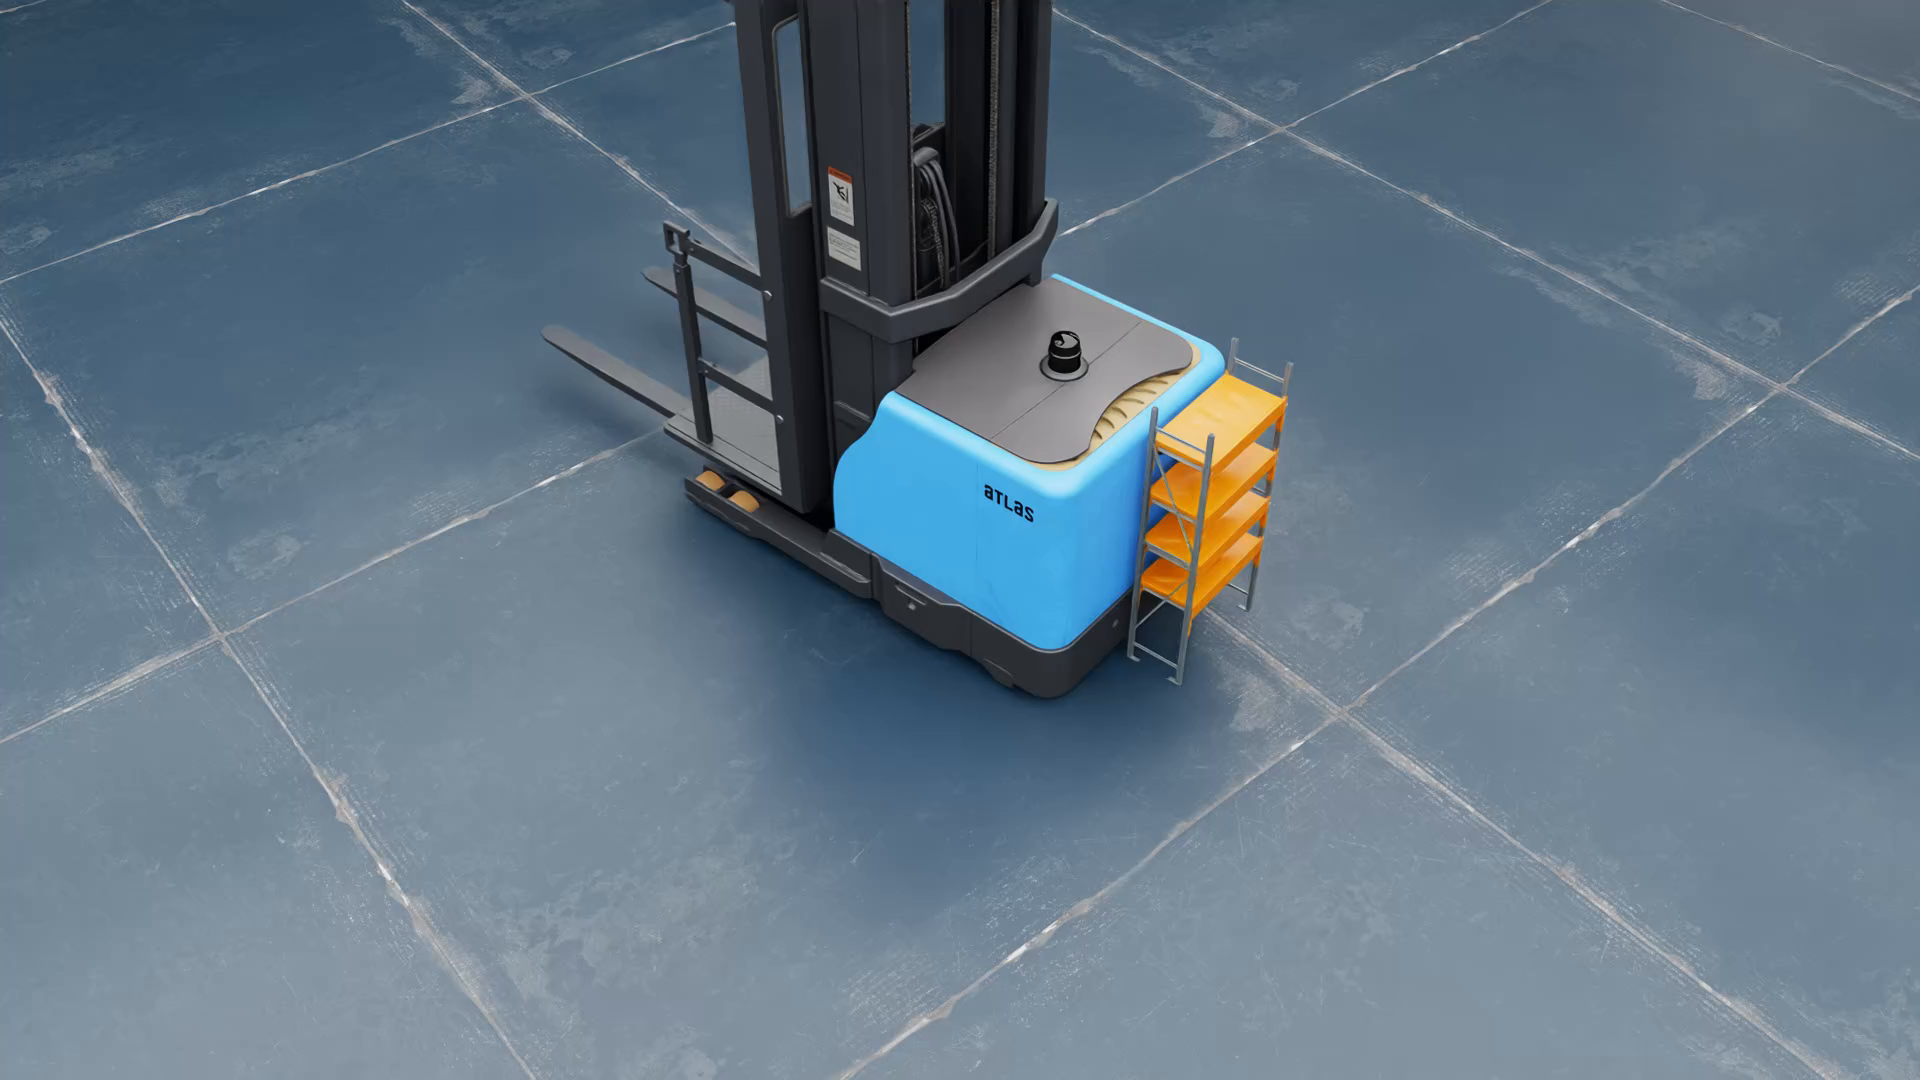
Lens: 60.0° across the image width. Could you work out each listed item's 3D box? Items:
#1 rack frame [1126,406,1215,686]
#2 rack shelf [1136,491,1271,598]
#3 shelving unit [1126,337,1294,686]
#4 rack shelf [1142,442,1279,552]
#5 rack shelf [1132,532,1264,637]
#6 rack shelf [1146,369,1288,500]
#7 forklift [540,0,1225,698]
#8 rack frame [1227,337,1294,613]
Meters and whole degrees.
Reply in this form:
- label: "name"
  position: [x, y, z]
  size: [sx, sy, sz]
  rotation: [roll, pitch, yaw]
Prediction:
- label: "rack frame"
  position: [0.726, 0.051, 5.820]
  size: [0.240, 1.200, 0.015]
  rotation: [29, 50, 27]
- label: "rack shelf"
  position: [0.880, -0.030, 6.004]
  size: [0.258, 0.148, 0.480]
  rotation: [29, 50, 27]
- label: "shelving unit"
  position: [0.880, -0.079, 5.958]
  size: [0.258, 1.200, 0.503]
  rotation: [29, 50, 27]
- label: "rack shelf"
  position: [0.880, -0.193, 5.850]
  size: [0.258, 0.148, 0.480]
  rotation: [29, 50, 27]
- label: "rack shelf"
  position: [0.880, 0.115, 6.140]
  size: [0.258, 0.148, 0.480]
  rotation: [29, 50, 27]
- label: "rack shelf"
  position: [0.880, -0.365, 5.689]
  size: [0.258, 0.148, 0.480]
  rotation: [29, 50, 27]
- label: "forklift"
  position: [-0.498, -1.351, 6.048]
  size: [3.031, 2.935, 1.130]
  rotation: [30, 51, 28]
- label: "rack frame"
  position: [1.034, -0.208, 6.095]
  size: [0.240, 1.200, 0.015]
  rotation: [29, 50, 27]
